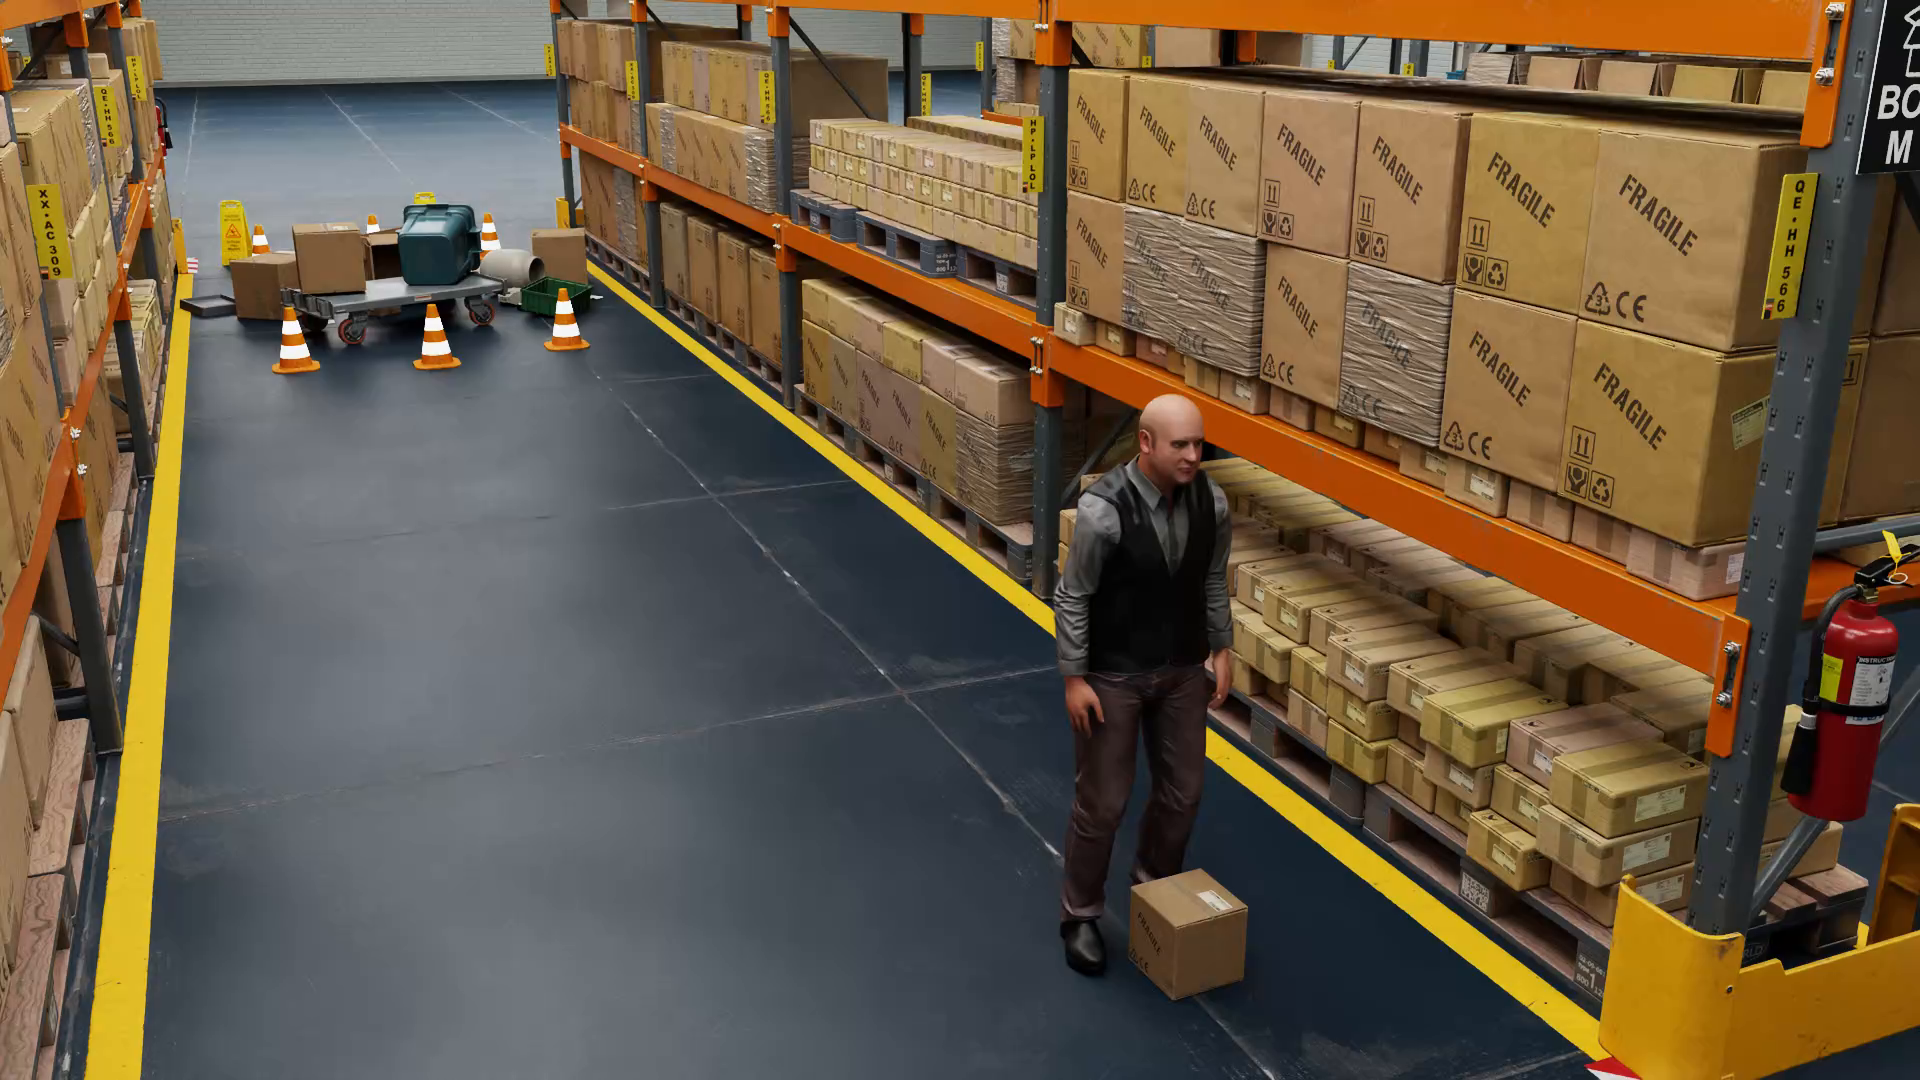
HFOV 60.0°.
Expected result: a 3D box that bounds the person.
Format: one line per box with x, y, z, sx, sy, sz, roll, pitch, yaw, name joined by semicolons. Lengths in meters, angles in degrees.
0.543;0.396;4.930;0.589;1.721;0.390;-9;21;-24;person
